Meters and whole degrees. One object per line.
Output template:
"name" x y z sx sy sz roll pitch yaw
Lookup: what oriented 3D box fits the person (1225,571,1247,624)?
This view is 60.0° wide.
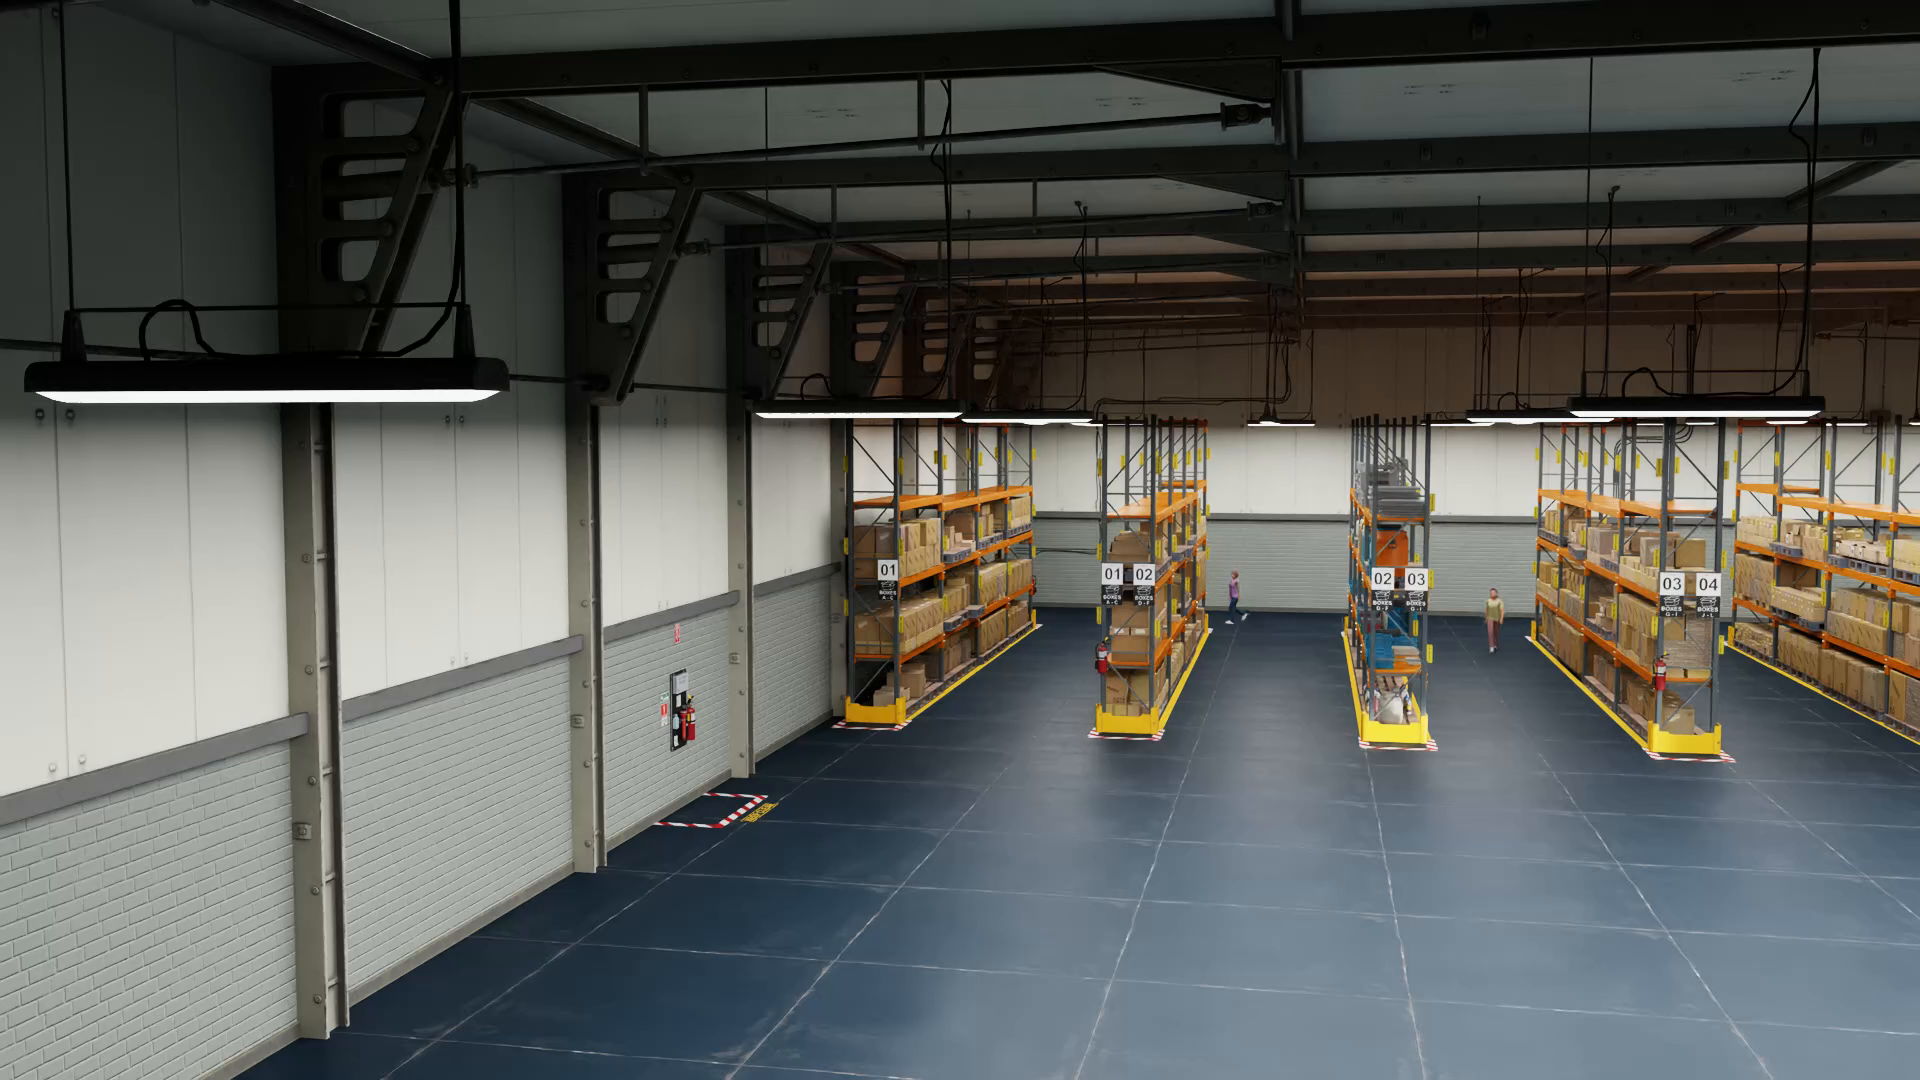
"person" 8.114 1.668 48.786 0.760 1.556 0.408 -1 4 -14

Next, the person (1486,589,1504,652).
"person" 13.770 2.053 42.771 0.431 1.604 1.064 1 4 12
